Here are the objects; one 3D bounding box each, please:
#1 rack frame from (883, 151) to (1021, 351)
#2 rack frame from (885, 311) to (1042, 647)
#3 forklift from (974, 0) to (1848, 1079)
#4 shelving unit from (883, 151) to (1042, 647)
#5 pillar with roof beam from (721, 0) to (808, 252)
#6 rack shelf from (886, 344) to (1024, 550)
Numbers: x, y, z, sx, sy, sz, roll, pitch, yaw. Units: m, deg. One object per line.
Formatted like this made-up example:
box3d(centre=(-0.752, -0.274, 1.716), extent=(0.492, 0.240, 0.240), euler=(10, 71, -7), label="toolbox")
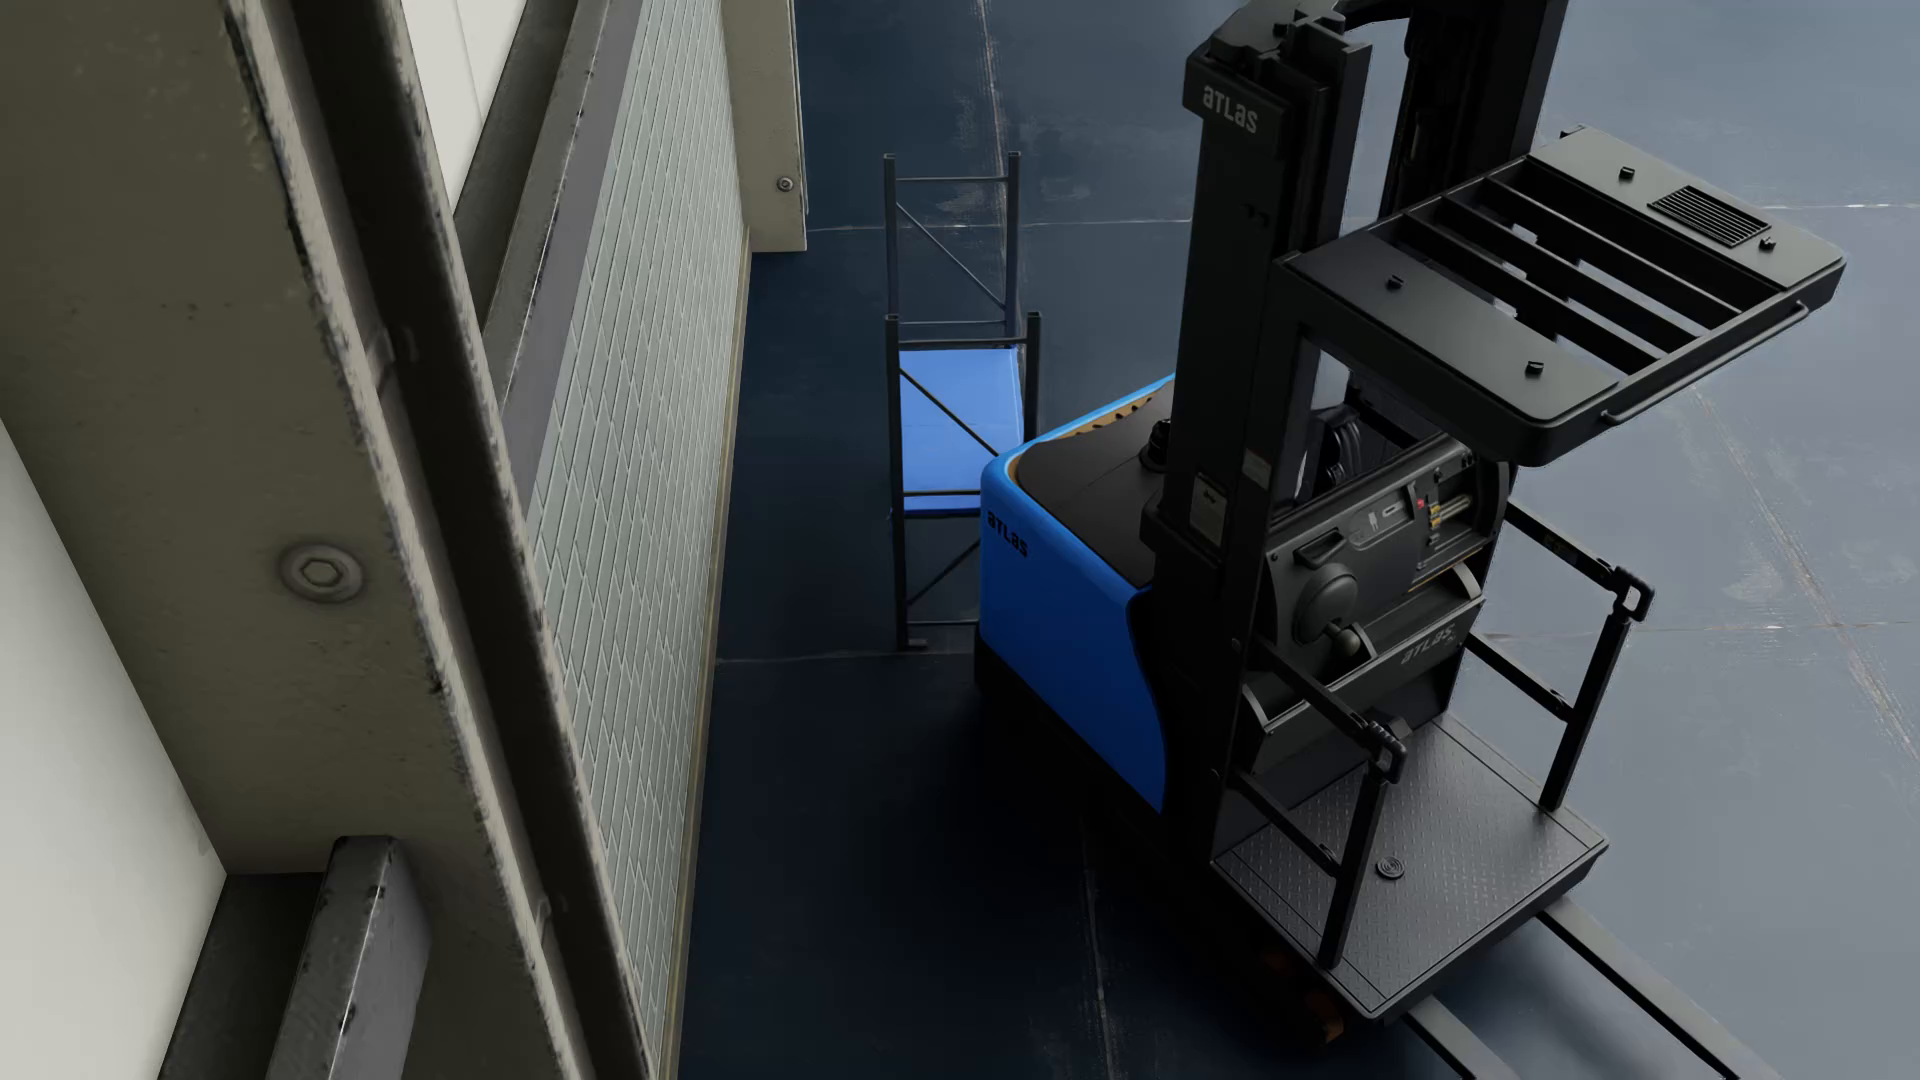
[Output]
box3d(centre=(-0.029, -0.851, 6.568), extent=(0.500, 1.500, 0.032), euler=(-1, 43, -2), label="rack frame")
box3d(centre=(0.010, -0.164, 5.819), extent=(0.500, 1.500, 0.032), euler=(-1, 43, -2), label="rack frame")
box3d(centre=(1.323, 0.077, 4.497), extent=(1.130, 2.935, 3.031), euler=(-26, 49, -26), label="forklift")
box3d(centre=(-0.009, -0.508, 6.194), extent=(0.538, 1.500, 1.048), euler=(-1, 43, -2), label="shelving unit")
box3d(centre=(3.368, -5.019, 5.566), extent=(9.100, 9.000, 0.400), euler=(-2, 43, -2), label="pillar with roof beam")
box3d(centre=(-0.009, -0.375, 6.315), extent=(0.538, 0.185, 1.000), euler=(-1, 43, -2), label="rack shelf")
